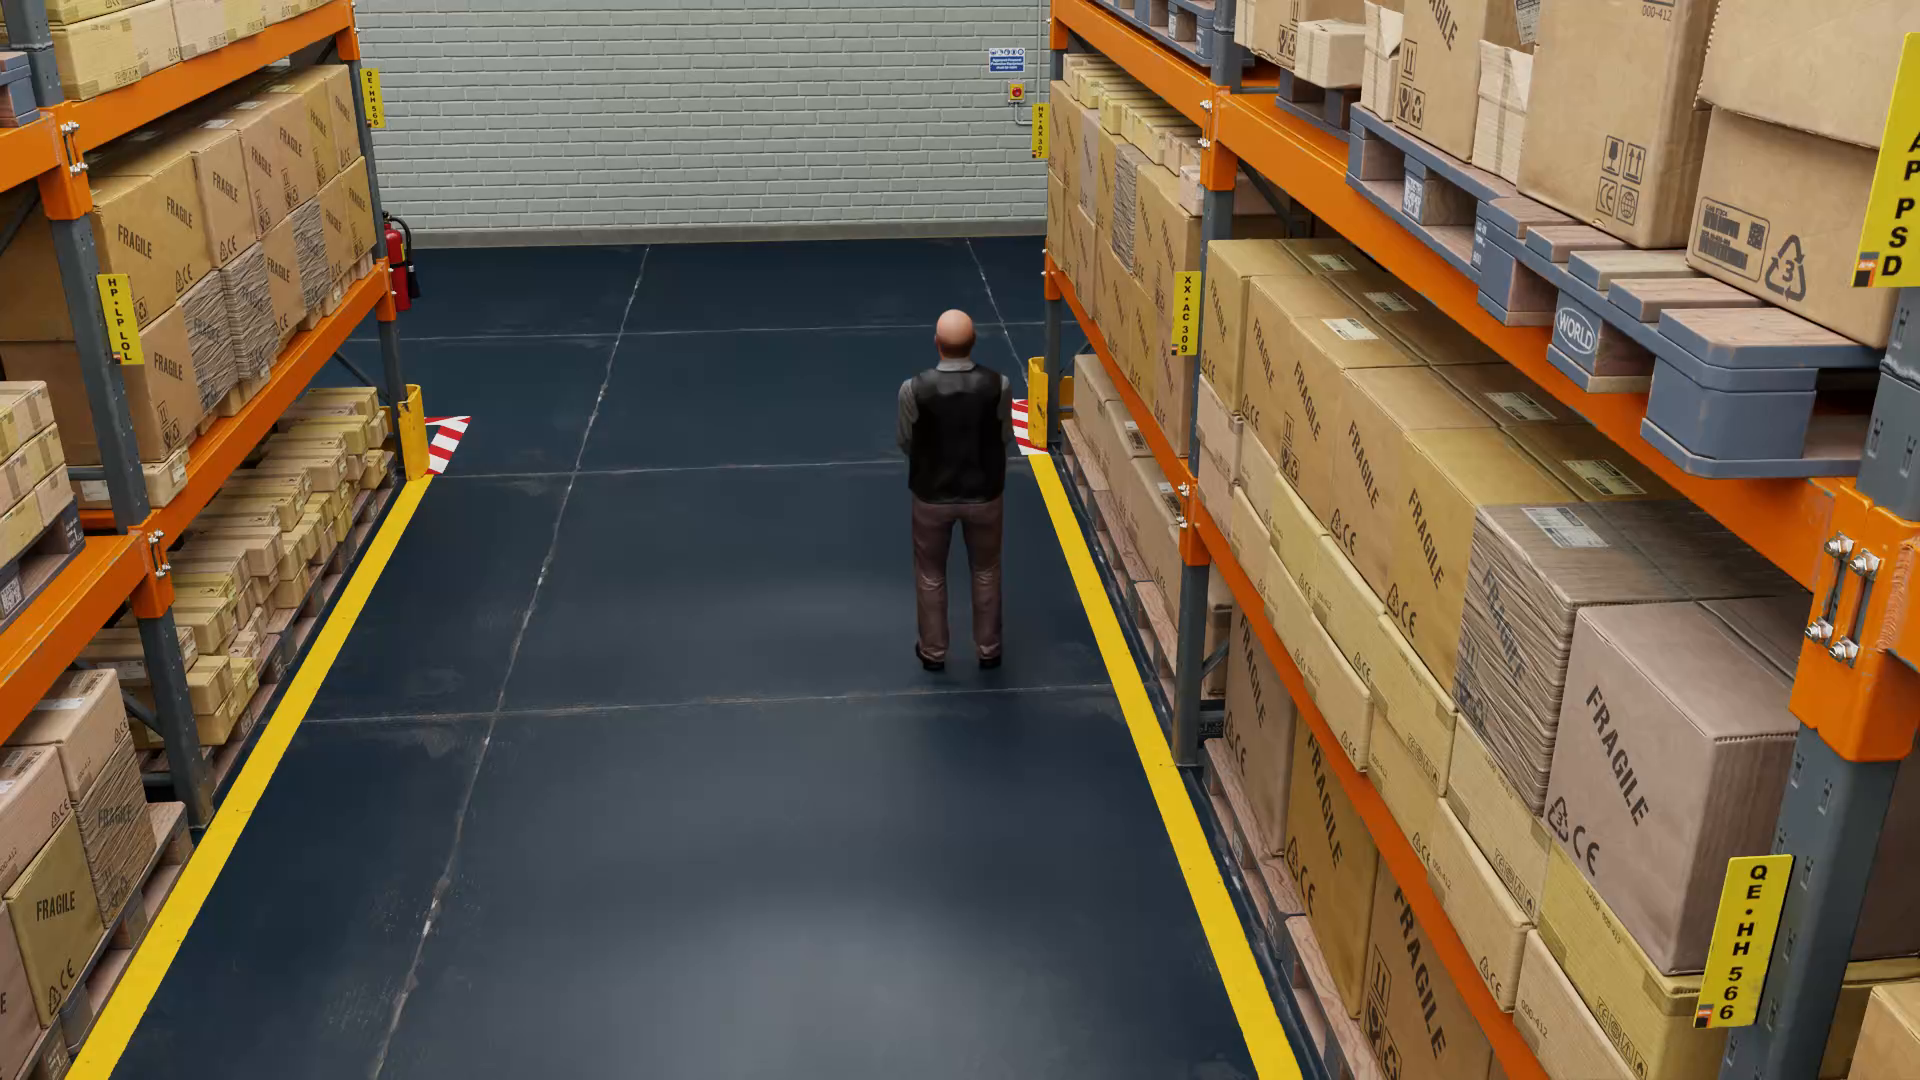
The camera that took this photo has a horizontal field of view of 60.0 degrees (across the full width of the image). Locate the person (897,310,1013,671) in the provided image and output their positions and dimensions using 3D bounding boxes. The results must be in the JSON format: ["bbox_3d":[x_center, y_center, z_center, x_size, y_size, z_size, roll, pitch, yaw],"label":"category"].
[{"bbox_3d":[-0.026,-0.239,7.671,0.532,1.727,0.522,-2,24,-5],"label":"person"}]
